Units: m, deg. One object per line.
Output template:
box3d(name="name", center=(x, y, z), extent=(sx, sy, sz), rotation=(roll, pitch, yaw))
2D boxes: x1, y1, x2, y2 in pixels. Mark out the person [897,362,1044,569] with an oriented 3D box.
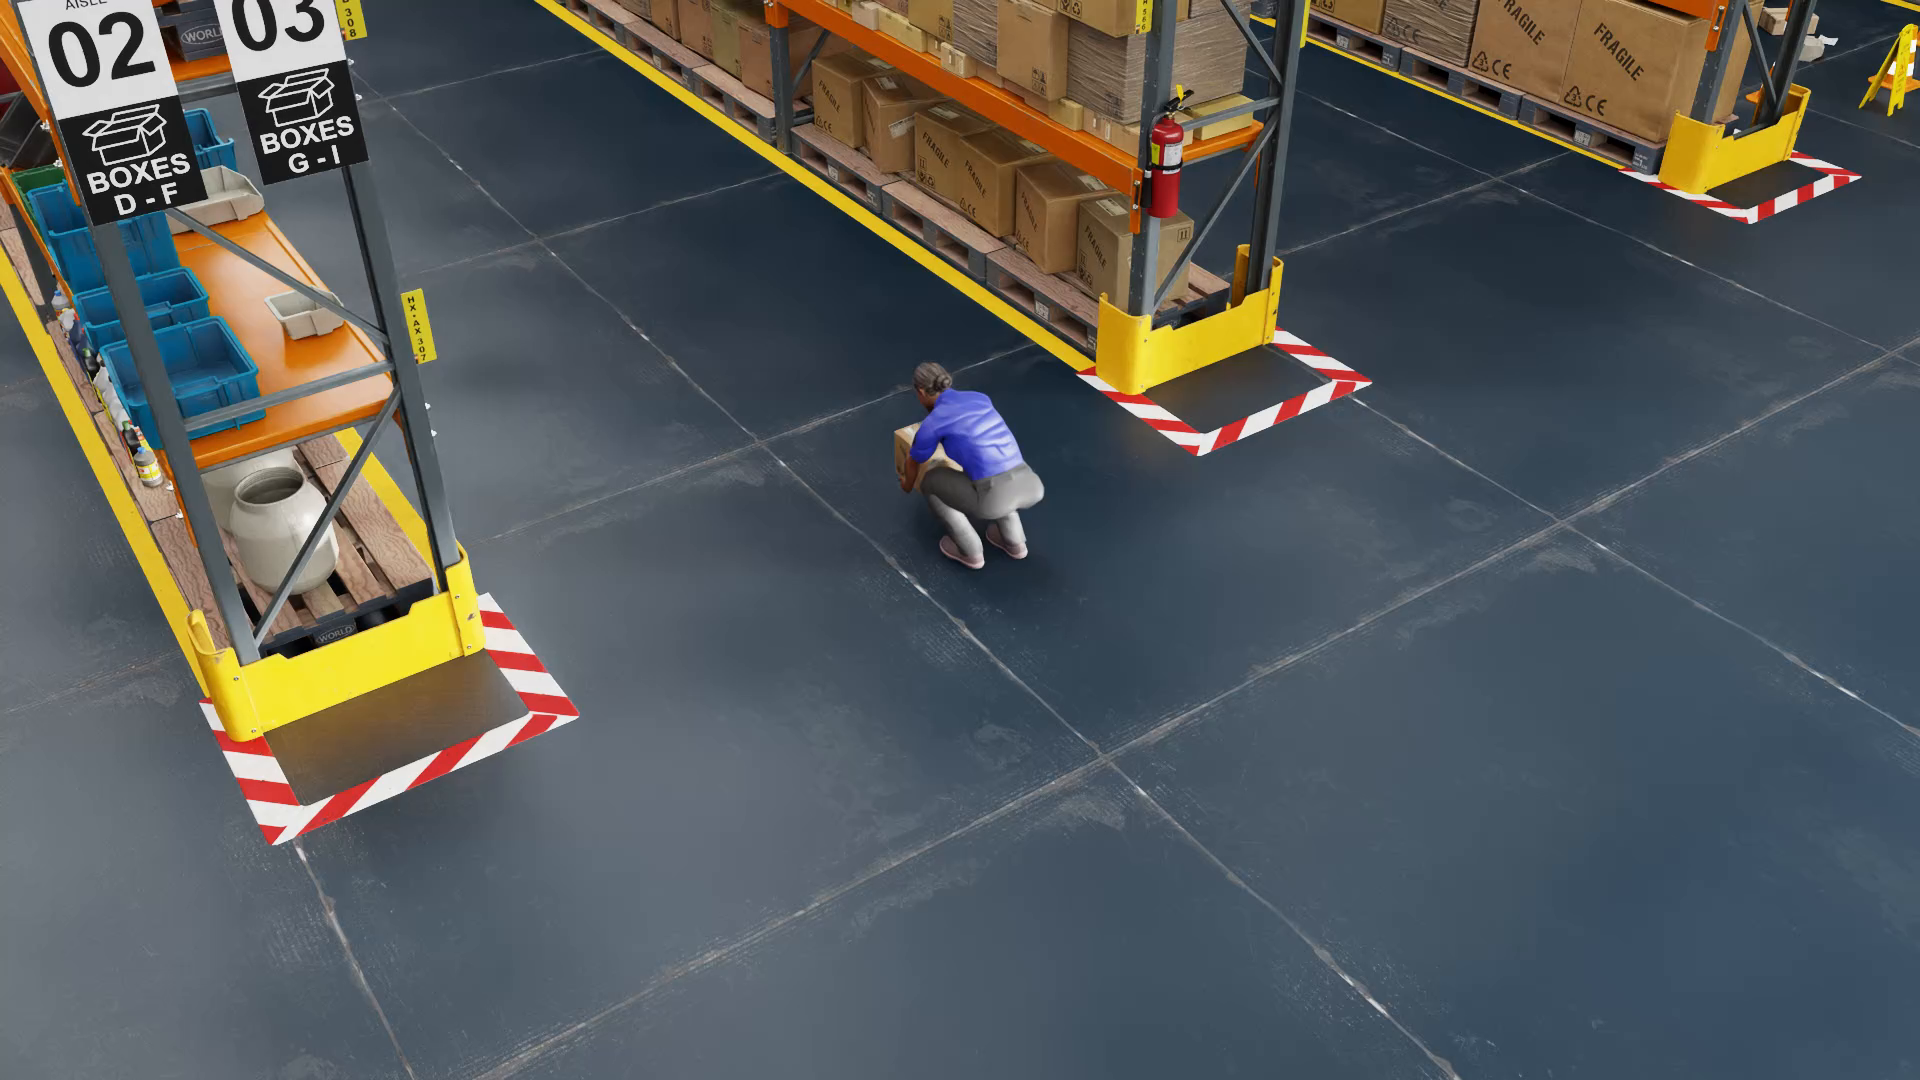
box3d(name="person", center=(0.038, -0.359, 8.102), extent=(0.482, 0.936, 0.824), rotation=(-23, 42, -28))
